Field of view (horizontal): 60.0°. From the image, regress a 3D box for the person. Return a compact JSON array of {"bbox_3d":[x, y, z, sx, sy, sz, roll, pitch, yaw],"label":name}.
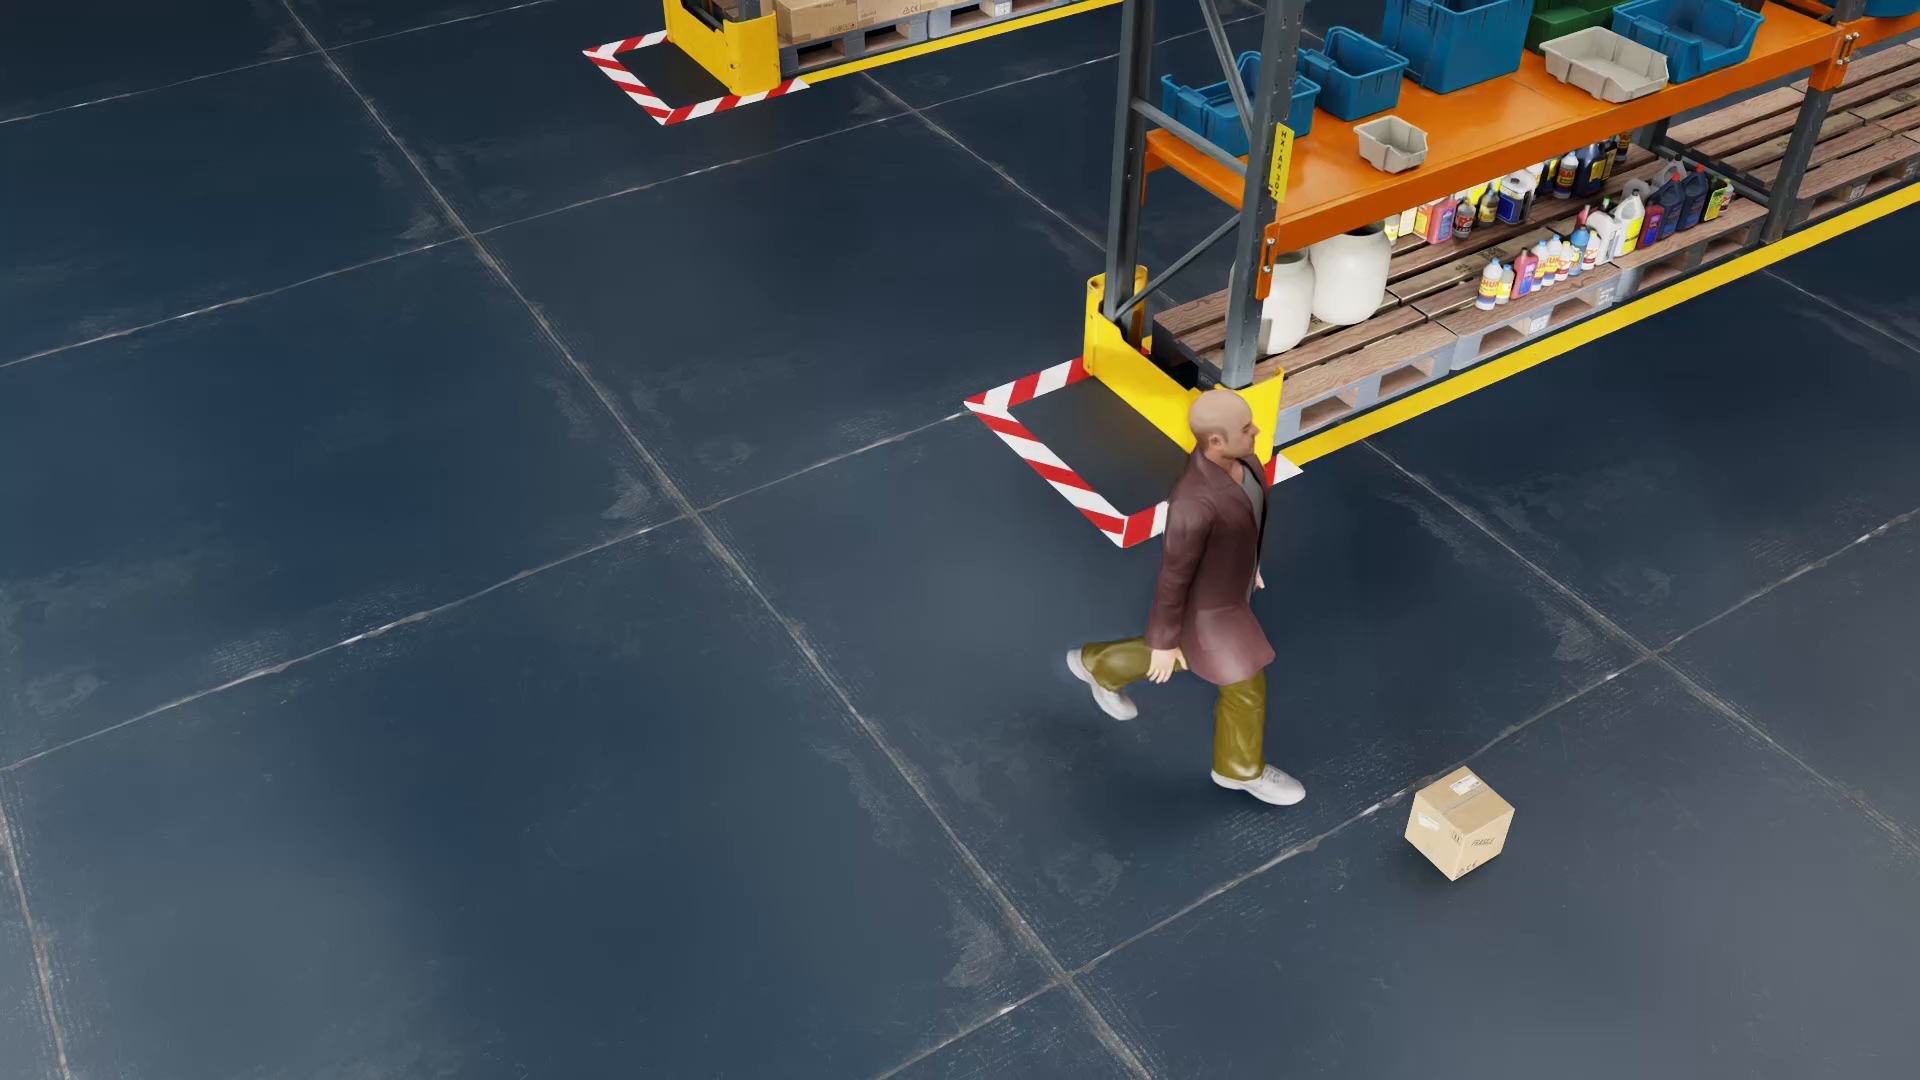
[{"bbox_3d":[0.854,0.190,5.946,1.016,1.741,0.655,14,42,16],"label":"person"}]
